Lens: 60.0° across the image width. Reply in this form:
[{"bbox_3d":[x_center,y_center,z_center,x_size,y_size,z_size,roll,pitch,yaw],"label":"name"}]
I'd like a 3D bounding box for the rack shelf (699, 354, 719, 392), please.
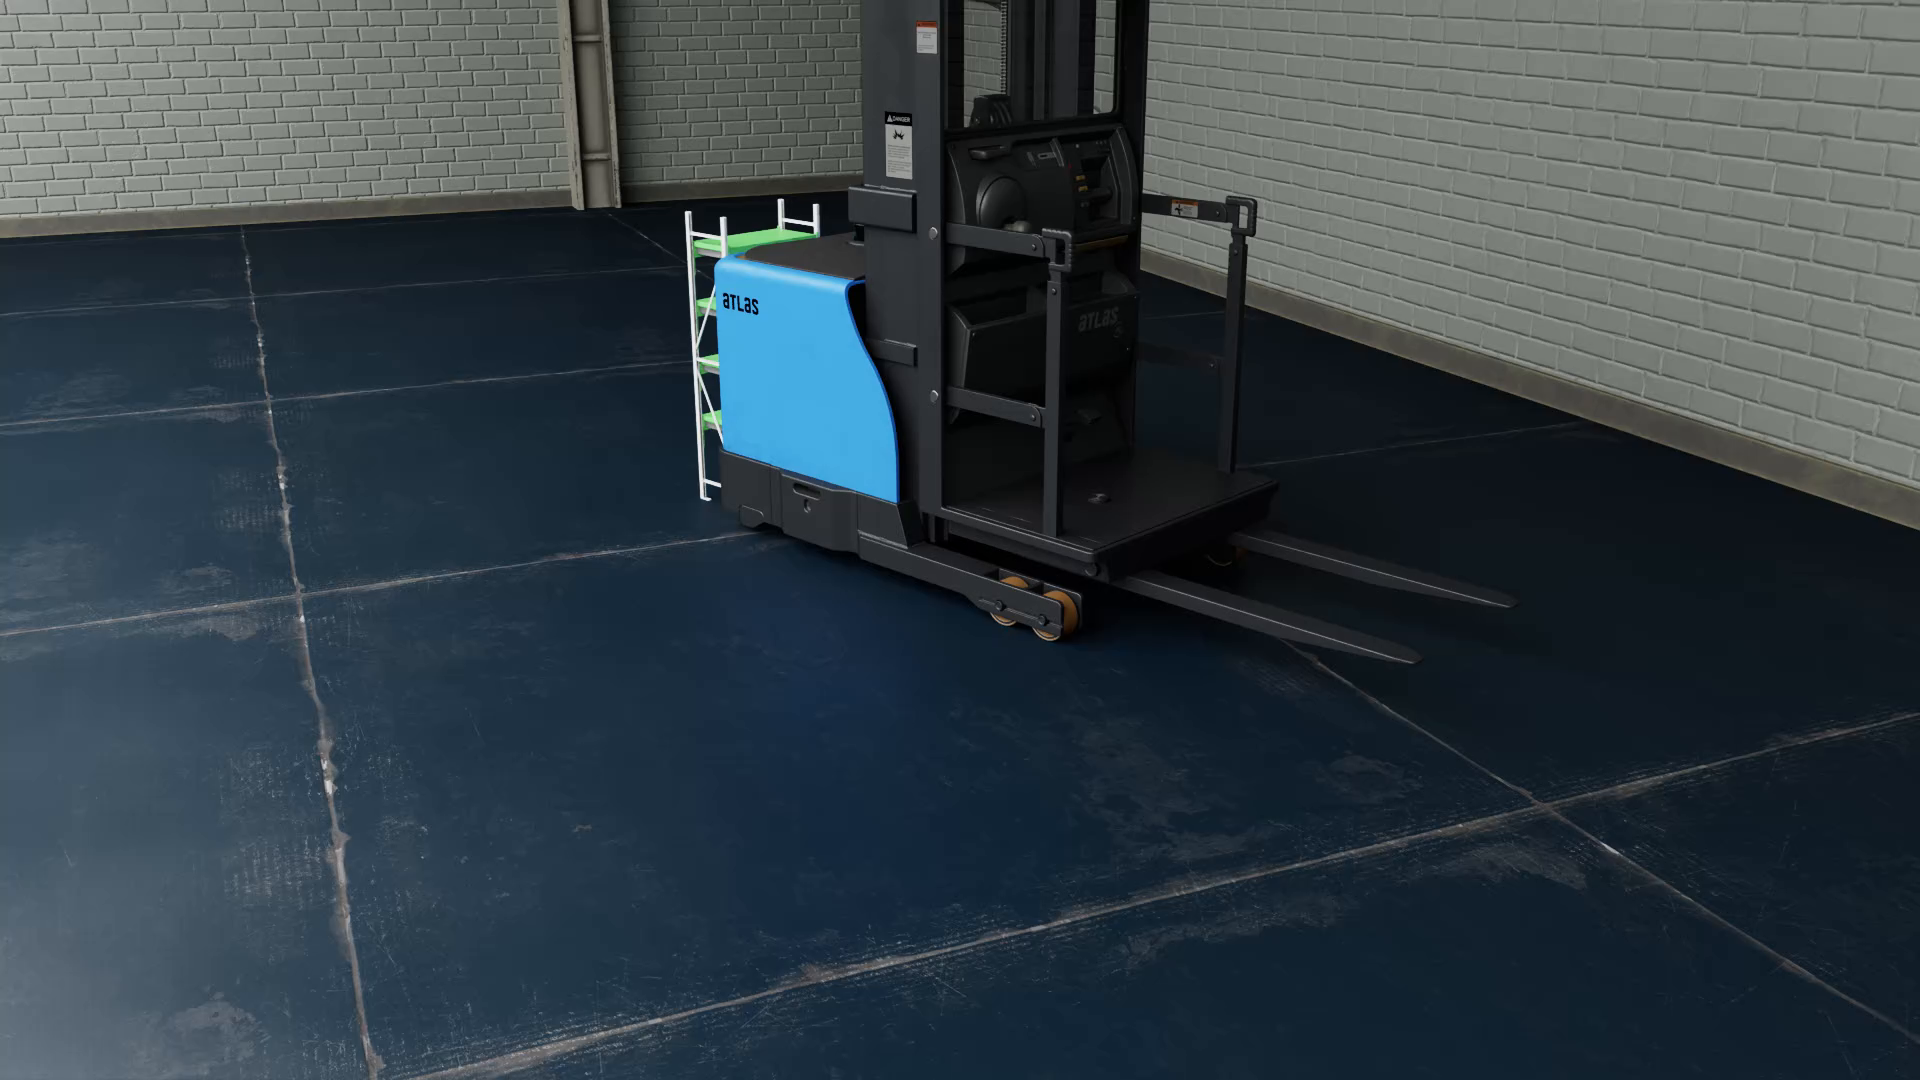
[{"bbox_3d":[-0.836,-0.715,6.938,0.258,0.148,0.480,17,26,40],"label":"rack shelf"}]

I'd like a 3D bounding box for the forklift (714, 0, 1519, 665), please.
[{"bbox_3d":[0.453,-1.240,5.629,3.031,2.935,1.130,17,26,40],"label":"forklift"}]

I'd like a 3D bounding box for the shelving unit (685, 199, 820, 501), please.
[{"bbox_3d":[-0.836,-0.775,6.917,0.258,1.200,0.503,17,26,40],"label":"shelving unit"}]

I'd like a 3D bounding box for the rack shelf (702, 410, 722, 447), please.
[{"bbox_3d":[-0.836,-0.489,7.018,0.258,0.148,0.480,17,26,40],"label":"rack shelf"}]

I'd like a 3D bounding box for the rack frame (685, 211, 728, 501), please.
[{"bbox_3d":[-1.002,-0.716,6.749,0.240,1.200,0.015,17,26,40],"label":"rack frame"}]

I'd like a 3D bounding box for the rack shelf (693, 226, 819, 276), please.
[{"bbox_3d":[-0.836,-1.168,6.779,0.258,0.148,0.480,17,26,40],"label":"rack shelf"}]

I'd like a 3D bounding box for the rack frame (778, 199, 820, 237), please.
[{"bbox_3d":[-0.669,-0.835,7.086,0.240,1.200,0.015,17,26,40],"label":"rack frame"}]

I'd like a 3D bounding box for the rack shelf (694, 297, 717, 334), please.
[{"bbox_3d":[-0.836,-0.941,6.859,0.258,0.148,0.480,17,26,40],"label":"rack shelf"}]

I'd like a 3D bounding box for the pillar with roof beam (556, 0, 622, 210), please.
[{"bbox_3d":[-1.604,-5.970,9.929,0.400,9.000,9.100,-8,21,-22],"label":"pillar with roof beam"}]

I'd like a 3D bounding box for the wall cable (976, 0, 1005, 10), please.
[{"bbox_3d":[-0.080,-5.803,14.129,0.112,2.526,3.097,-8,21,-22],"label":"wall cable"}]
